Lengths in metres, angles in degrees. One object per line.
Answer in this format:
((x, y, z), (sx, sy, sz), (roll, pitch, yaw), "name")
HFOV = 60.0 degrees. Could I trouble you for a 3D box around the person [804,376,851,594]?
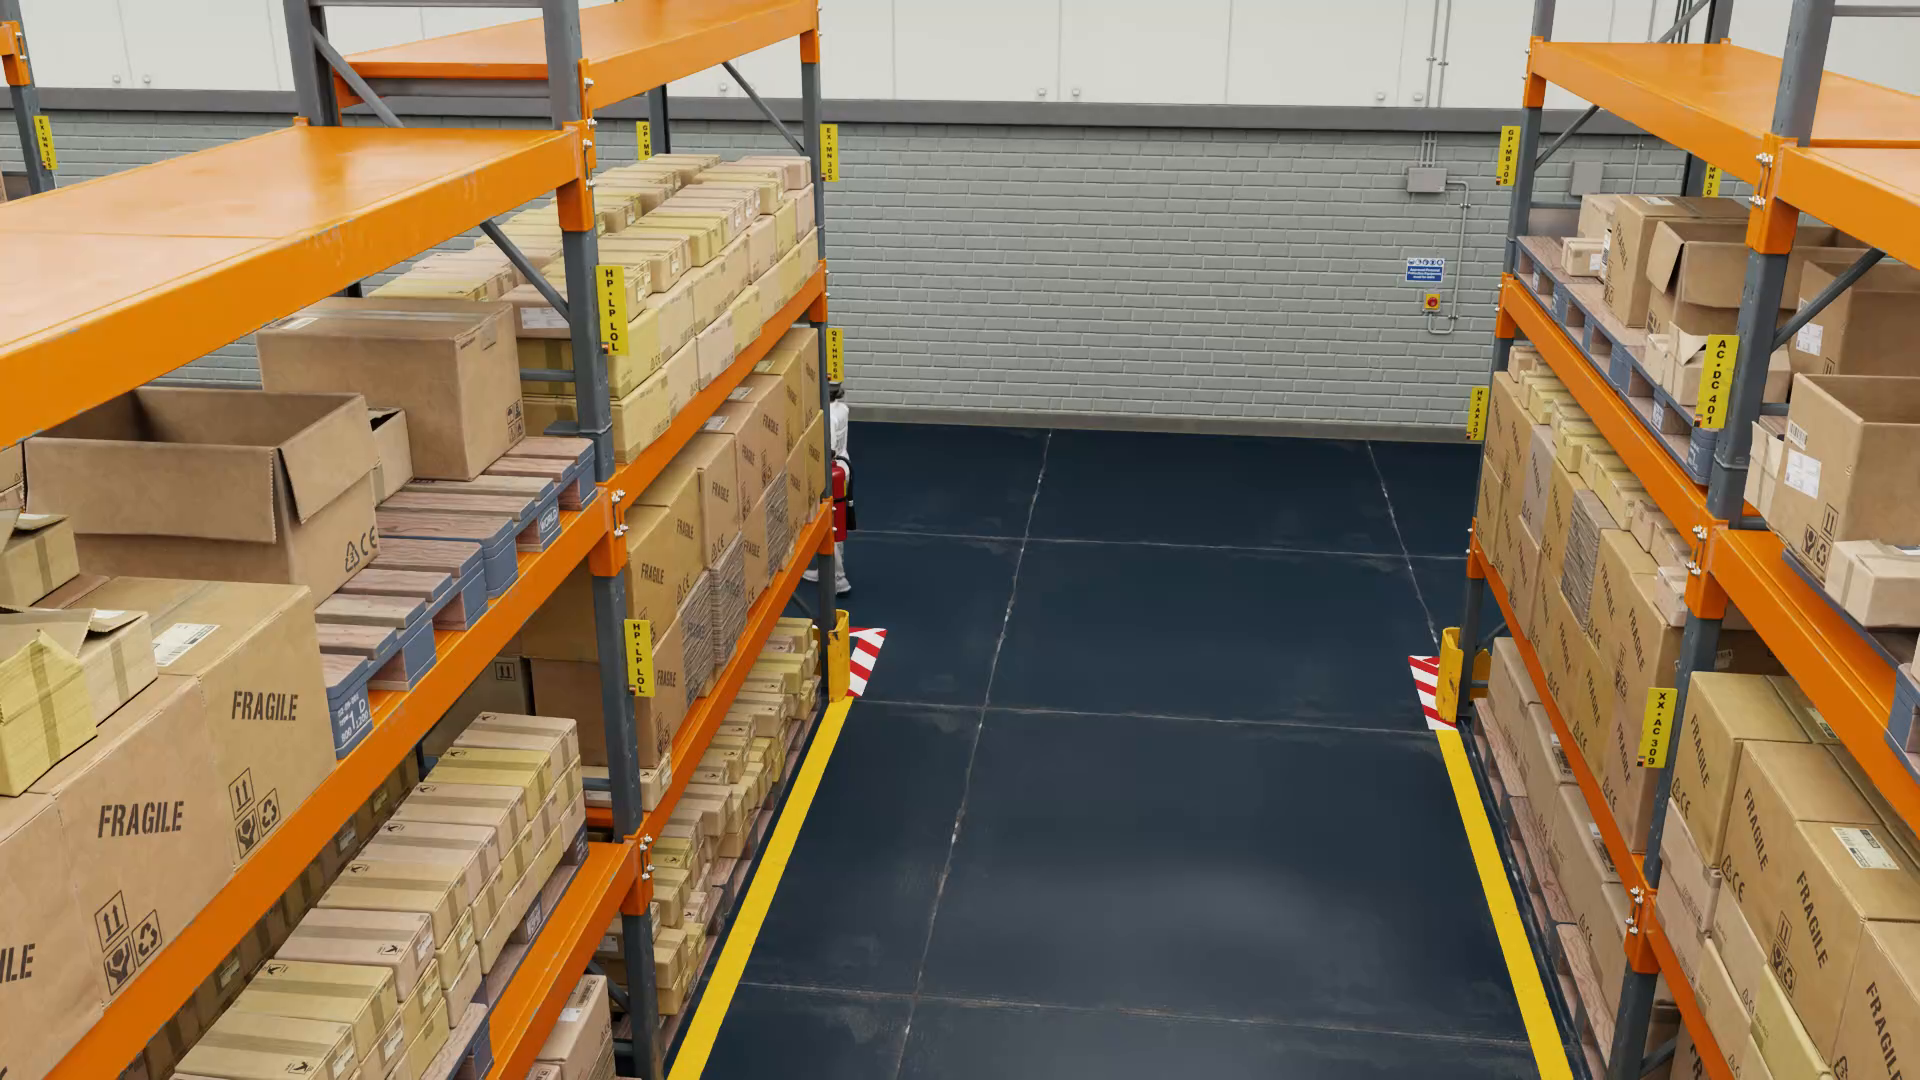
((-0.980, -0.440, 12.168), (0.453, 1.675, 0.503), (5, 22, 13), "person")
